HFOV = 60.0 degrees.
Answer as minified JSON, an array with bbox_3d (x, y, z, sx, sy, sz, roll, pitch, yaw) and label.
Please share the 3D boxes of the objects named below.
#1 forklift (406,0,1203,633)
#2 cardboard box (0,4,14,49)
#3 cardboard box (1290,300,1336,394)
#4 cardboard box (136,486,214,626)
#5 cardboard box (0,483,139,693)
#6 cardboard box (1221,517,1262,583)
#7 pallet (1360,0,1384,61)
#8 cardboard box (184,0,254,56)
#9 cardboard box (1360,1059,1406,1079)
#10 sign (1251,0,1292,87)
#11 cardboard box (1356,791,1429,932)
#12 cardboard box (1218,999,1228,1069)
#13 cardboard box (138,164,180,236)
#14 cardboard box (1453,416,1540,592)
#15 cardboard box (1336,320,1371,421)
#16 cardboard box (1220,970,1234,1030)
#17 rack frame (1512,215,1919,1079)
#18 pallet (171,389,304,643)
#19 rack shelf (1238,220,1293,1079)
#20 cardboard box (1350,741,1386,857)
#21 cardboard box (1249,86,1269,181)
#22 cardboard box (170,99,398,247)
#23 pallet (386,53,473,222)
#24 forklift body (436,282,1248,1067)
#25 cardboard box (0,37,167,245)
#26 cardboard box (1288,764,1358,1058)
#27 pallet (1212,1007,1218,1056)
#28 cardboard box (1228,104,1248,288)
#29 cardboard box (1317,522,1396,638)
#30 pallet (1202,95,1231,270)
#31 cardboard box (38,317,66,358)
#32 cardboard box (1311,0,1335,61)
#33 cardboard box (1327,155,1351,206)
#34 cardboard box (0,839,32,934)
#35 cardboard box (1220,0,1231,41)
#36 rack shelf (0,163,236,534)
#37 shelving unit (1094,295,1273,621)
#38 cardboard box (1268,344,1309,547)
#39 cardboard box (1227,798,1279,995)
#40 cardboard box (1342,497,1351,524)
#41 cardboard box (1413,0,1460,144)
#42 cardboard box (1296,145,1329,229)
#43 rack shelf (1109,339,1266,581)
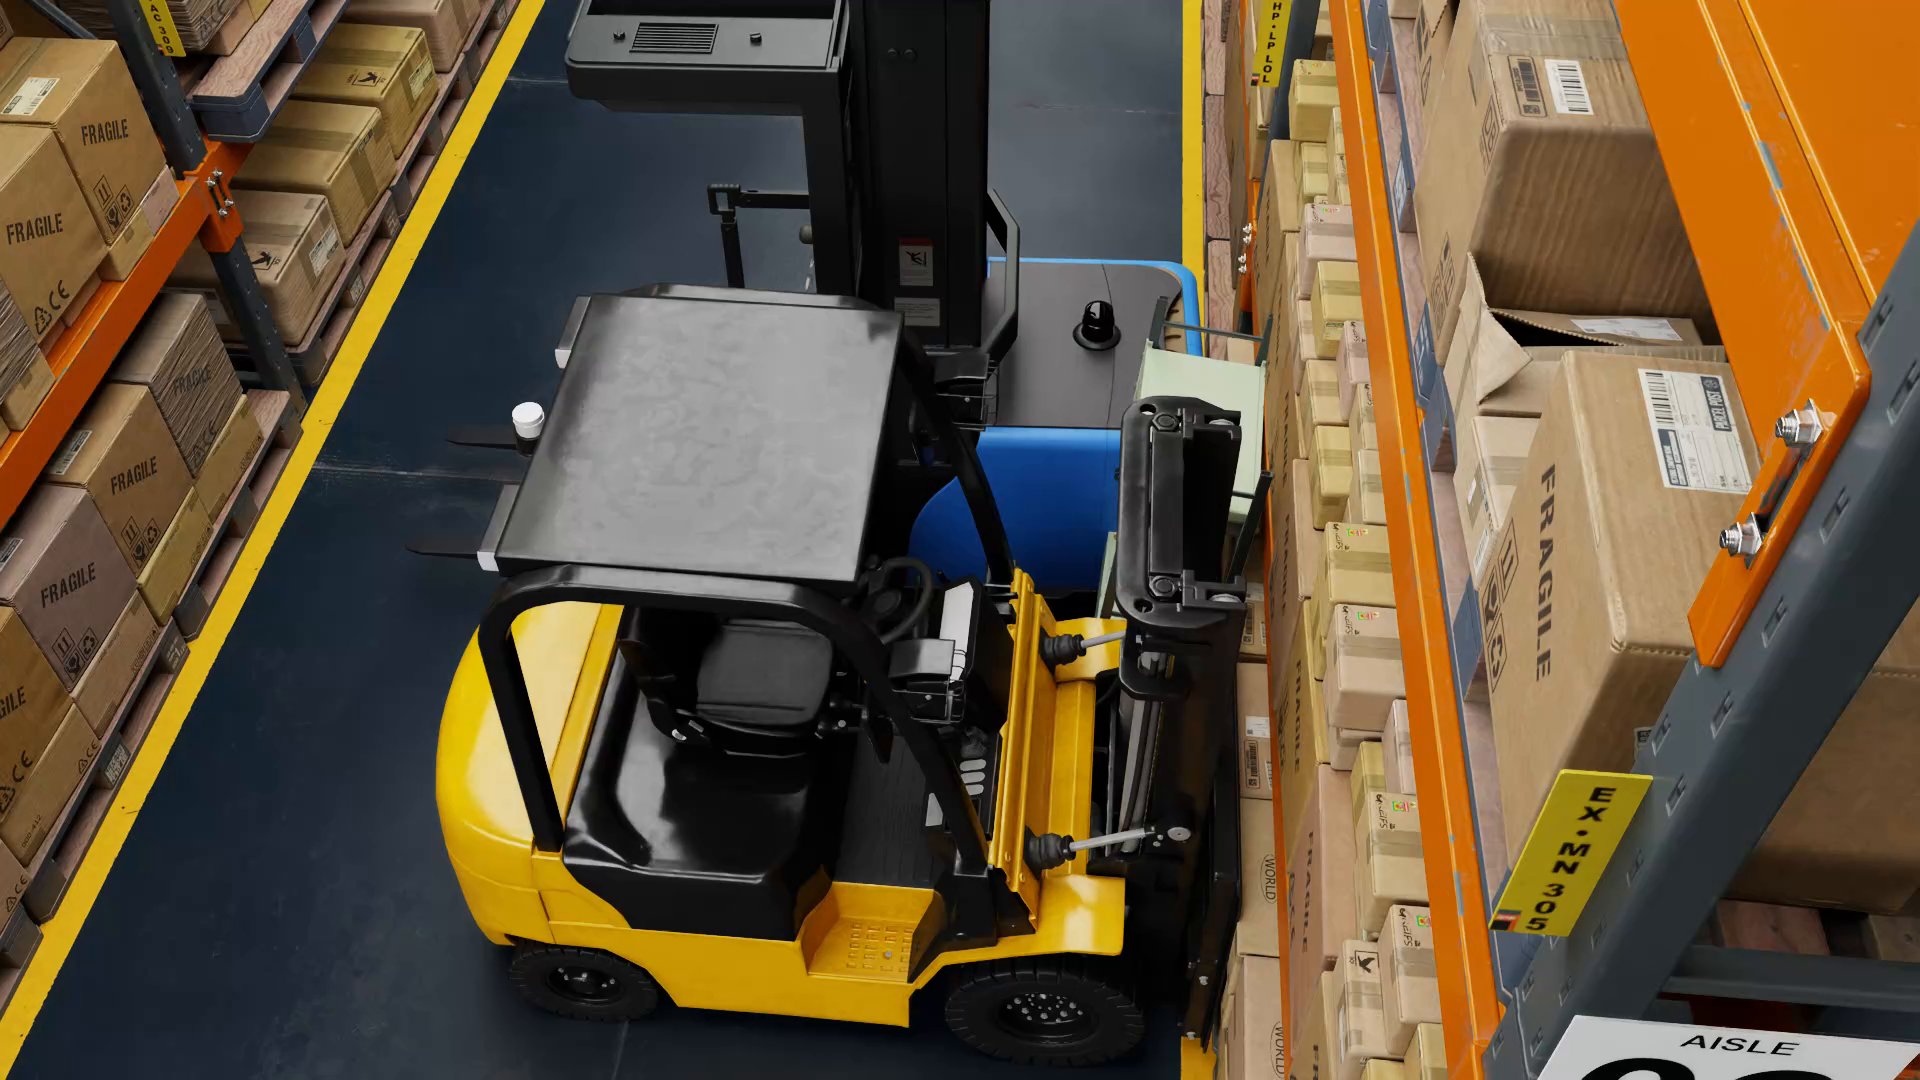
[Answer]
[{"bbox_3d":[-0.625,-1.007,5.711,3.031,2.935,1.130,2,48,2],"label":"forklift"},{"bbox_3d":[-3.622,-1.750,5.396,0.700,0.500,0.500,3,48,3],"label":"cardboard box"},{"bbox_3d":[1.146,-0.539,4.729,0.380,0.149,0.250,3,48,3],"label":"cardboard box"},{"bbox_3d":[-3.191,0.044,6.282,0.500,0.250,0.500,3,48,2],"label":"cardboard box"},{"bbox_3d":[-3.243,0.148,5.678,0.500,0.500,0.500,6,48,6],"label":"cardboard box"},{"bbox_3d":[1.164,-0.097,5.733,0.500,0.250,0.500,4,48,4],"label":"cardboard box"},{"bbox_3d":[1.525,-1.610,4.243,1.003,0.211,1.213,4,48,4],"label":"pallet"},{"bbox_3d":[-3.001,-2.029,6.484,0.380,0.149,0.250,5,48,4],"label":"cardboard box"},{"bbox_3d":[0.965,1.157,3.177,0.380,0.149,0.250,5,48,4],"label":"cardboard box"},{"bbox_3d":[1.036,-1.649,5.520,0.100,0.325,0.005,4,48,4],"label":"sign"},{"bbox_3d":[1.024,0.676,3.416,0.380,0.149,0.250,5,48,4],"label":"cardboard box"},{"bbox_3d":[1.050,1.372,5.067,0.500,0.250,0.500,4,48,4],"label":"cardboard box"},{"bbox_3d":[-3.092,-1.245,6.052,0.380,0.149,0.250,3,48,3],"label":"cardboard box"},{"bbox_3d":[0.986,-0.049,2.573,0.380,0.149,0.250,3,48,2],"label":"cardboard box"},{"bbox_3d":[1.214,-0.442,4.439,0.380,0.149,0.250,4,48,3],"label":"cardboard box"},{"bbox_3d":[1.028,1.174,4.909,0.500,0.250,0.500,3,48,3],"label":"cardboard box"},{"bbox_3d":[1.213,-0.341,0.989,1.000,3.000,0.127,4,48,4],"label":"rack frame"},{"bbox_3d":[-3.392,-0.150,6.770,1.003,0.211,1.213,4,48,4],"label":"pallet"},{"bbox_3d":[1.395,0.457,4.813,1.077,0.370,4.000,4,48,4],"label":"rack shelf"},{"bbox_3d":[1.077,0.600,3.687,0.380,0.149,0.250,4,48,3],"label":"cardboard box"},{"bbox_3d":[1.362,-1.593,6.302,0.500,0.250,0.500,5,48,4],"label":"cardboard box"},{"bbox_3d":[-3.259,-1.756,7.845,0.950,0.372,0.625,7,48,6],"label":"cardboard box"},{"bbox_3d":[-3.188,-2.117,8.569,1.003,0.211,1.213,4,48,4],"label":"pallet"},{"bbox_3d":[-0.431,0.454,4.903,2.313,2.155,1.214,4,48,4],"label":"forklift body"},{"bbox_3d":[-3.159,-1.378,5.734,0.500,0.500,0.500,3,48,3],"label":"cardboard box"},{"bbox_3d":[1.052,0.890,3.861,0.500,0.500,0.500,5,48,5],"label":"cardboard box"},{"bbox_3d":[1.354,1.166,5.566,1.003,0.211,1.213,4,48,4],"label":"pallet"},{"bbox_3d":[1.692,-1.550,7.485,0.875,0.625,0.625,3,48,3],"label":"cardboard box"},{"bbox_3d":[1.052,0.109,3.935,0.380,0.149,0.250,5,48,4],"label":"cardboard box"},{"bbox_3d":[1.714,-1.758,8.240,1.003,0.211,1.213,4,48,4],"label":"pallet"},{"bbox_3d":[-3.246,-0.693,5.547,0.380,0.149,0.250,3,48,3],"label":"cardboard box"},{"bbox_3d":[1.387,-1.774,5.859,0.380,0.149,0.250,5,48,5],"label":"cardboard box"},{"bbox_3d":[1.304,-1.008,4.956,0.380,0.149,0.250,3,48,3],"label":"cardboard box"},{"bbox_3d":[-3.328,1.190,5.233,0.500,0.250,0.500,5,48,5],"label":"cardboard box"},{"bbox_3d":[1.871,-3.078,8.883,0.875,0.625,0.625,5,48,5],"label":"cardboard box"},{"bbox_3d":[-3.549,0.126,5.116,1.077,0.370,4.000,4,48,4],"label":"rack shelf"},{"bbox_3d":[0.719,0.008,5.716,0.431,1.500,0.755,10,48,2],"label":"shelving unit"},{"bbox_3d":[1.201,-0.225,4.881,0.500,0.500,0.500,3,48,3],"label":"cardboard box"},{"bbox_3d":[1.021,1.026,4.706,0.500,0.250,0.500,4,48,4],"label":"cardboard box"},{"bbox_3d":[1.170,0.036,4.203,0.380,0.149,0.250,4,48,3],"label":"cardboard box"},{"bbox_3d":[1.295,-1.054,3.252,0.797,0.503,0.637,5,48,5],"label":"cardboard box"},{"bbox_3d":[1.264,-1.101,5.243,0.380,0.149,0.250,5,48,4],"label":"cardboard box"},{"bbox_3d":[0.753,-0.253,5.428,0.431,0.370,0.720,10,48,2],"label":"rack shelf"}]
